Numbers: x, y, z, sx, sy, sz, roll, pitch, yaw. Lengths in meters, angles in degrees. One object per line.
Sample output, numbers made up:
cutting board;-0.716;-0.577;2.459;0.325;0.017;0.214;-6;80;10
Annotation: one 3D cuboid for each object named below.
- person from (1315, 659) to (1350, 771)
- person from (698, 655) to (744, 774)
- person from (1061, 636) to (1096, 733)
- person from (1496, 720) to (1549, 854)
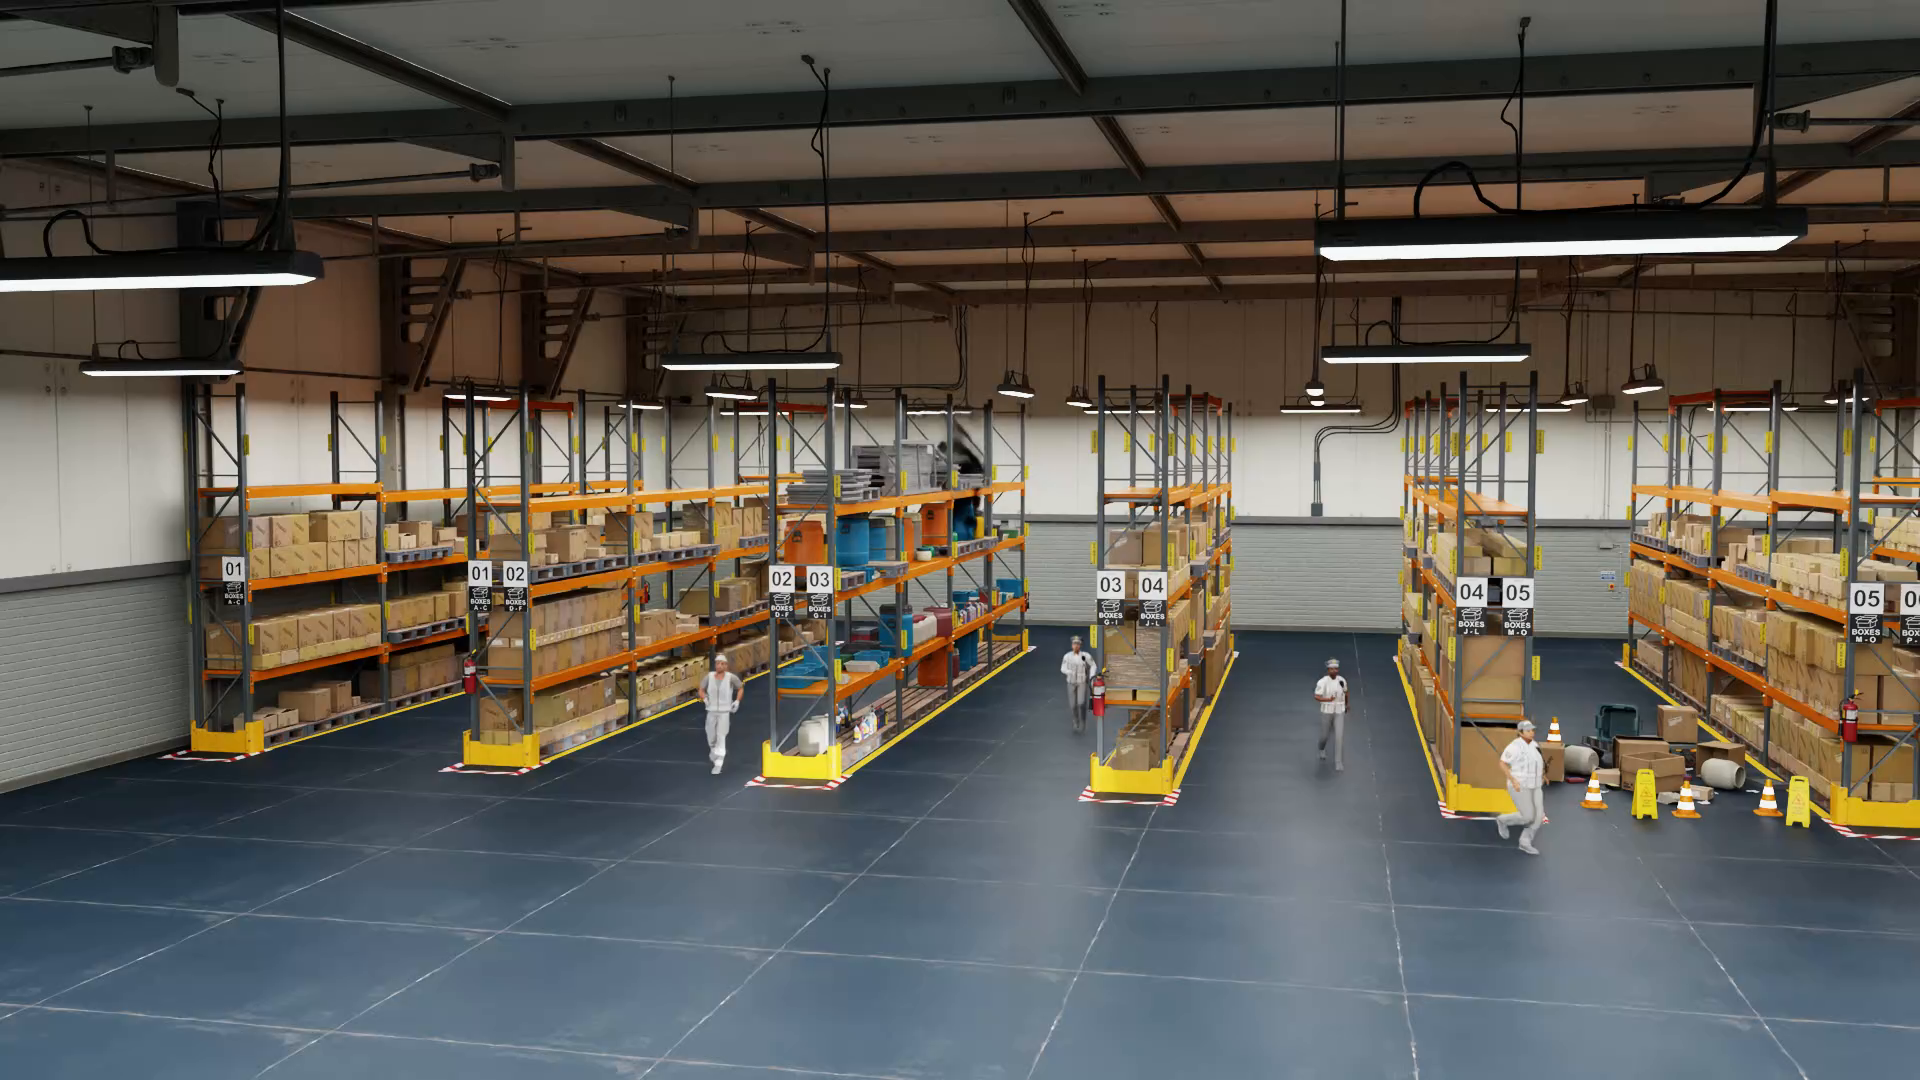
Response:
person;5.766;2.676;25.712;0.582;1.667;0.896;0;3;0
person;-3.688;2.652;25.601;0.703;1.786;0.887;0;3;1
person;2.044;2.503;28.893;0.583;1.685;0.661;1;3;13
person;6.941;3.028;20.503;0.616;1.627;0.562;-2;4;-28
